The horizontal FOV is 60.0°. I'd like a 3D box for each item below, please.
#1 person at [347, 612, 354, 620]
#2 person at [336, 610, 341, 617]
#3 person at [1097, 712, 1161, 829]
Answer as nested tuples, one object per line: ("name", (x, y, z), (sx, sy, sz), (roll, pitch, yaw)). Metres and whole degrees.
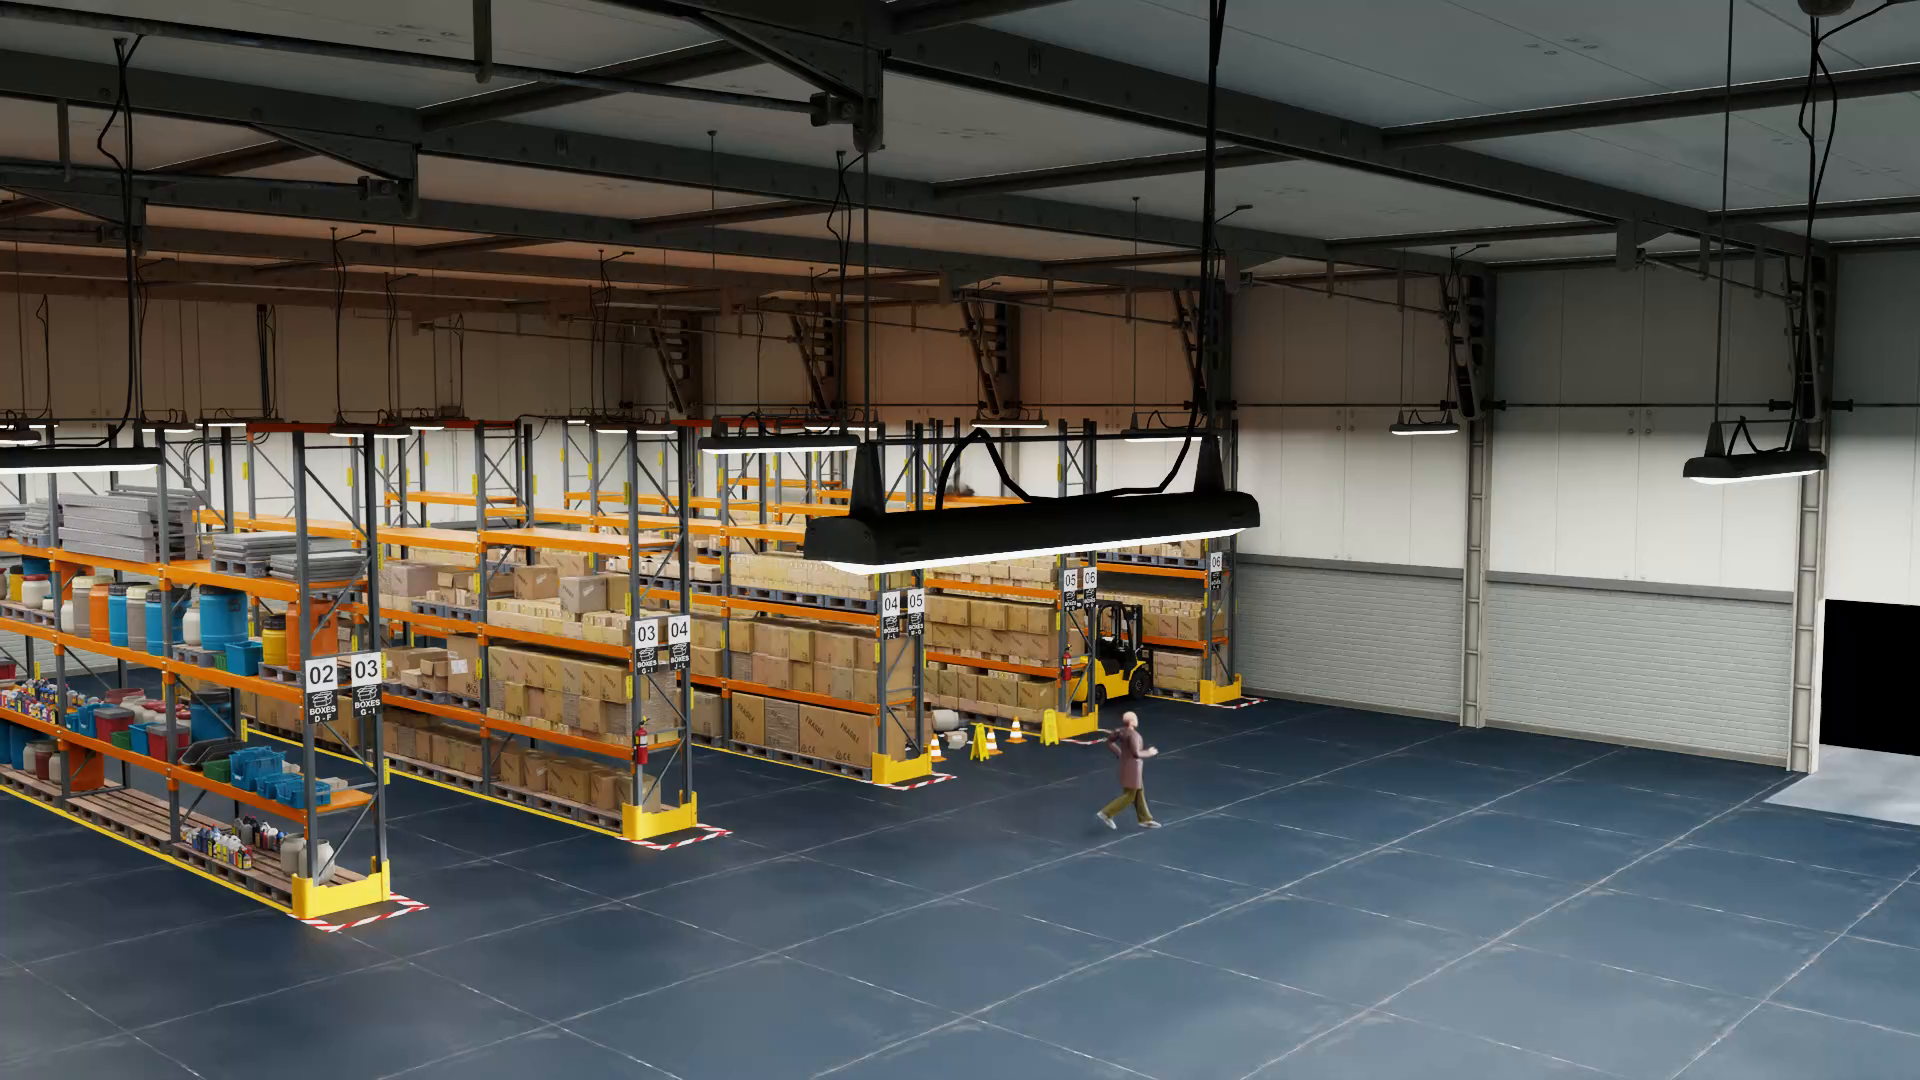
("person", (-14.191, 2.370, 38.710), (0.662, 1.606, 0.564), (1, 5, 15))
("person", (-14.253, 2.393, 37.691), (0.712, 1.713, 0.873), (0, 5, 1))
("person", (2.507, 3.417, 24.541), (1.049, 1.781, 0.710), (-1, 5, -14))
